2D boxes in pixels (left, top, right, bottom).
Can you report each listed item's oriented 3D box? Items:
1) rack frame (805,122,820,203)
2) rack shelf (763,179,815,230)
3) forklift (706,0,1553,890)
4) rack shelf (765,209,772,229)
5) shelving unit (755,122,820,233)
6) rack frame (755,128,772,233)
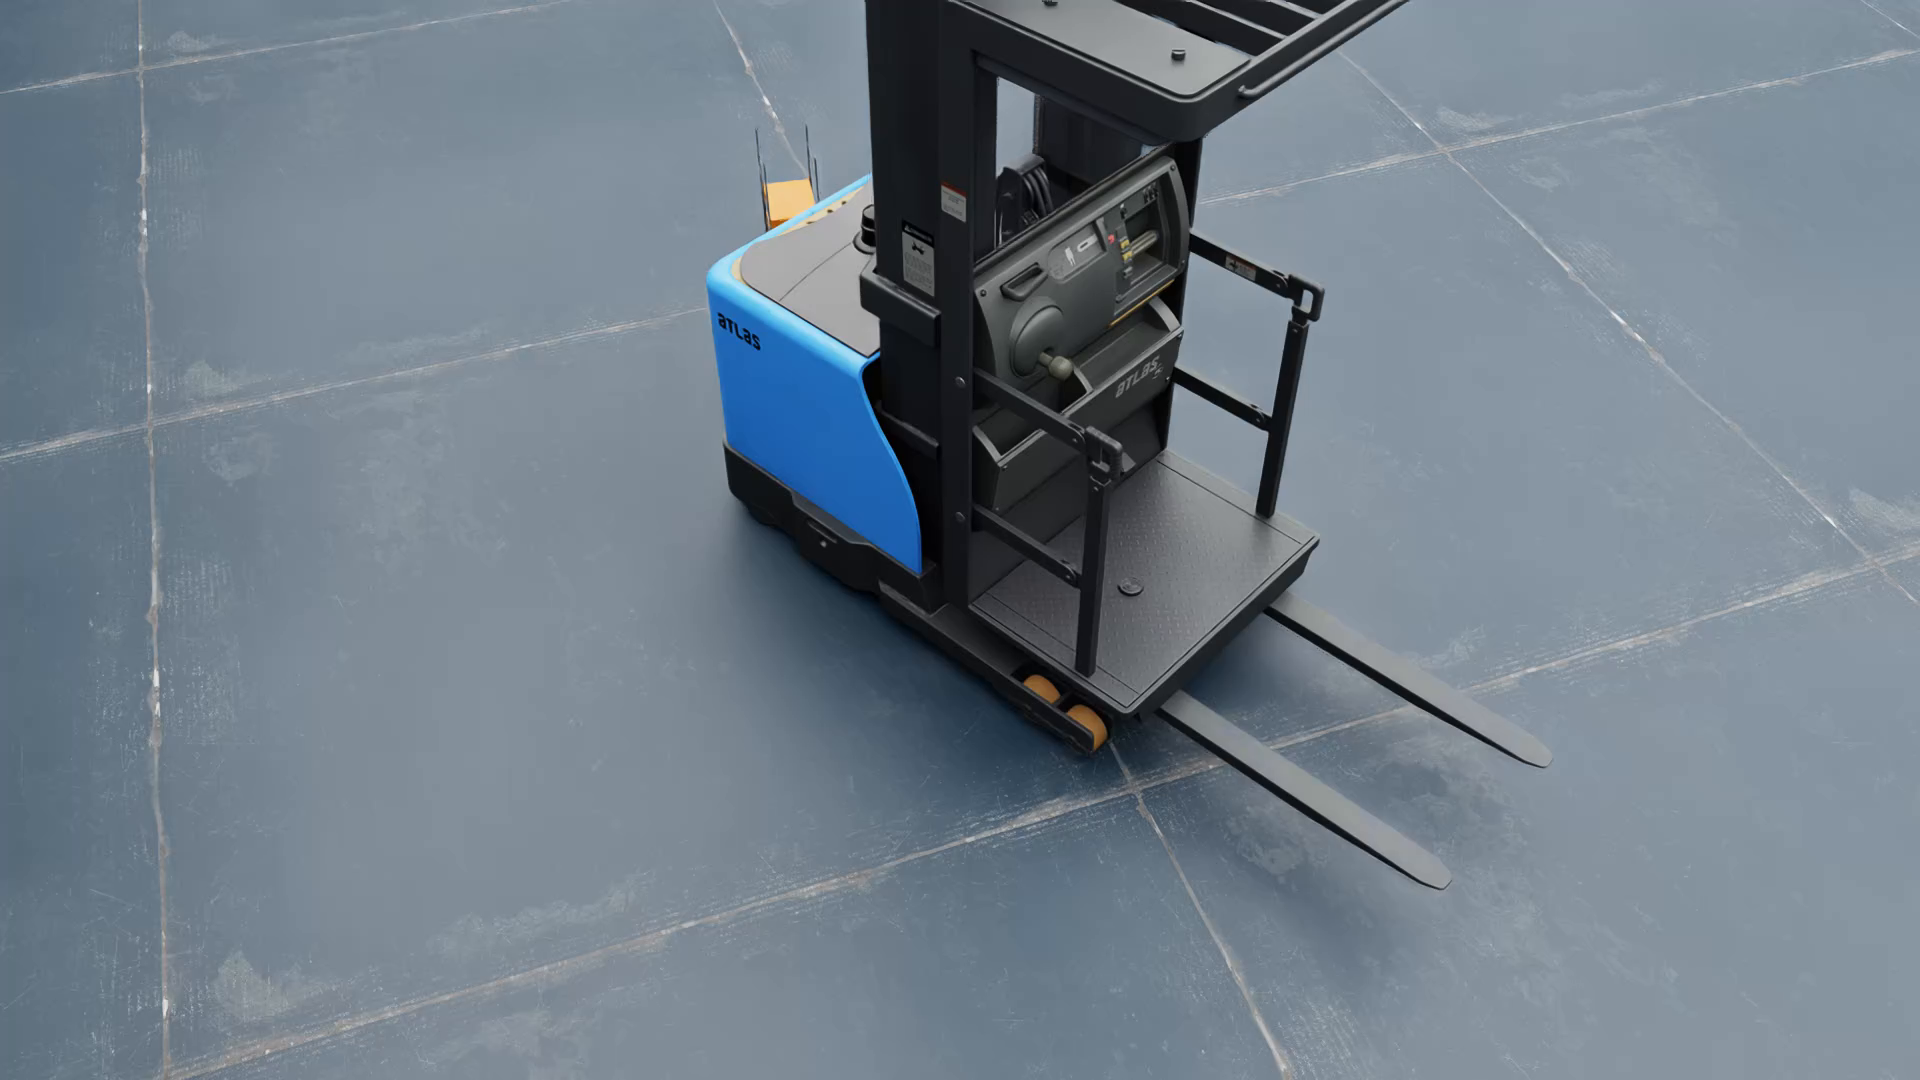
[{"bbox_3d":[-0.536,-1.020,6.418,0.006,1.200,0.240,-9,46,-8],"label":"rack frame"},{"bbox_3d":[-0.627,-1.228,6.180,0.180,0.103,0.258,-9,46,-8],"label":"rack shelf"},{"bbox_3d":[0.539,-0.745,4.923,3.031,2.935,1.130,33,54,29],"label":"forklift"},{"bbox_3d":[-0.626,-1.144,6.266,0.180,0.103,0.258,-9,46,-8],"label":"rack shelf"},{"bbox_3d":[-0.625,-1.007,6.405,0.189,1.200,0.258,-9,46,-8],"label":"shelving unit"},{"bbox_3d":[-0.715,-0.993,6.392,0.006,1.200,0.240,-9,46,-8],"label":"rack frame"}]
